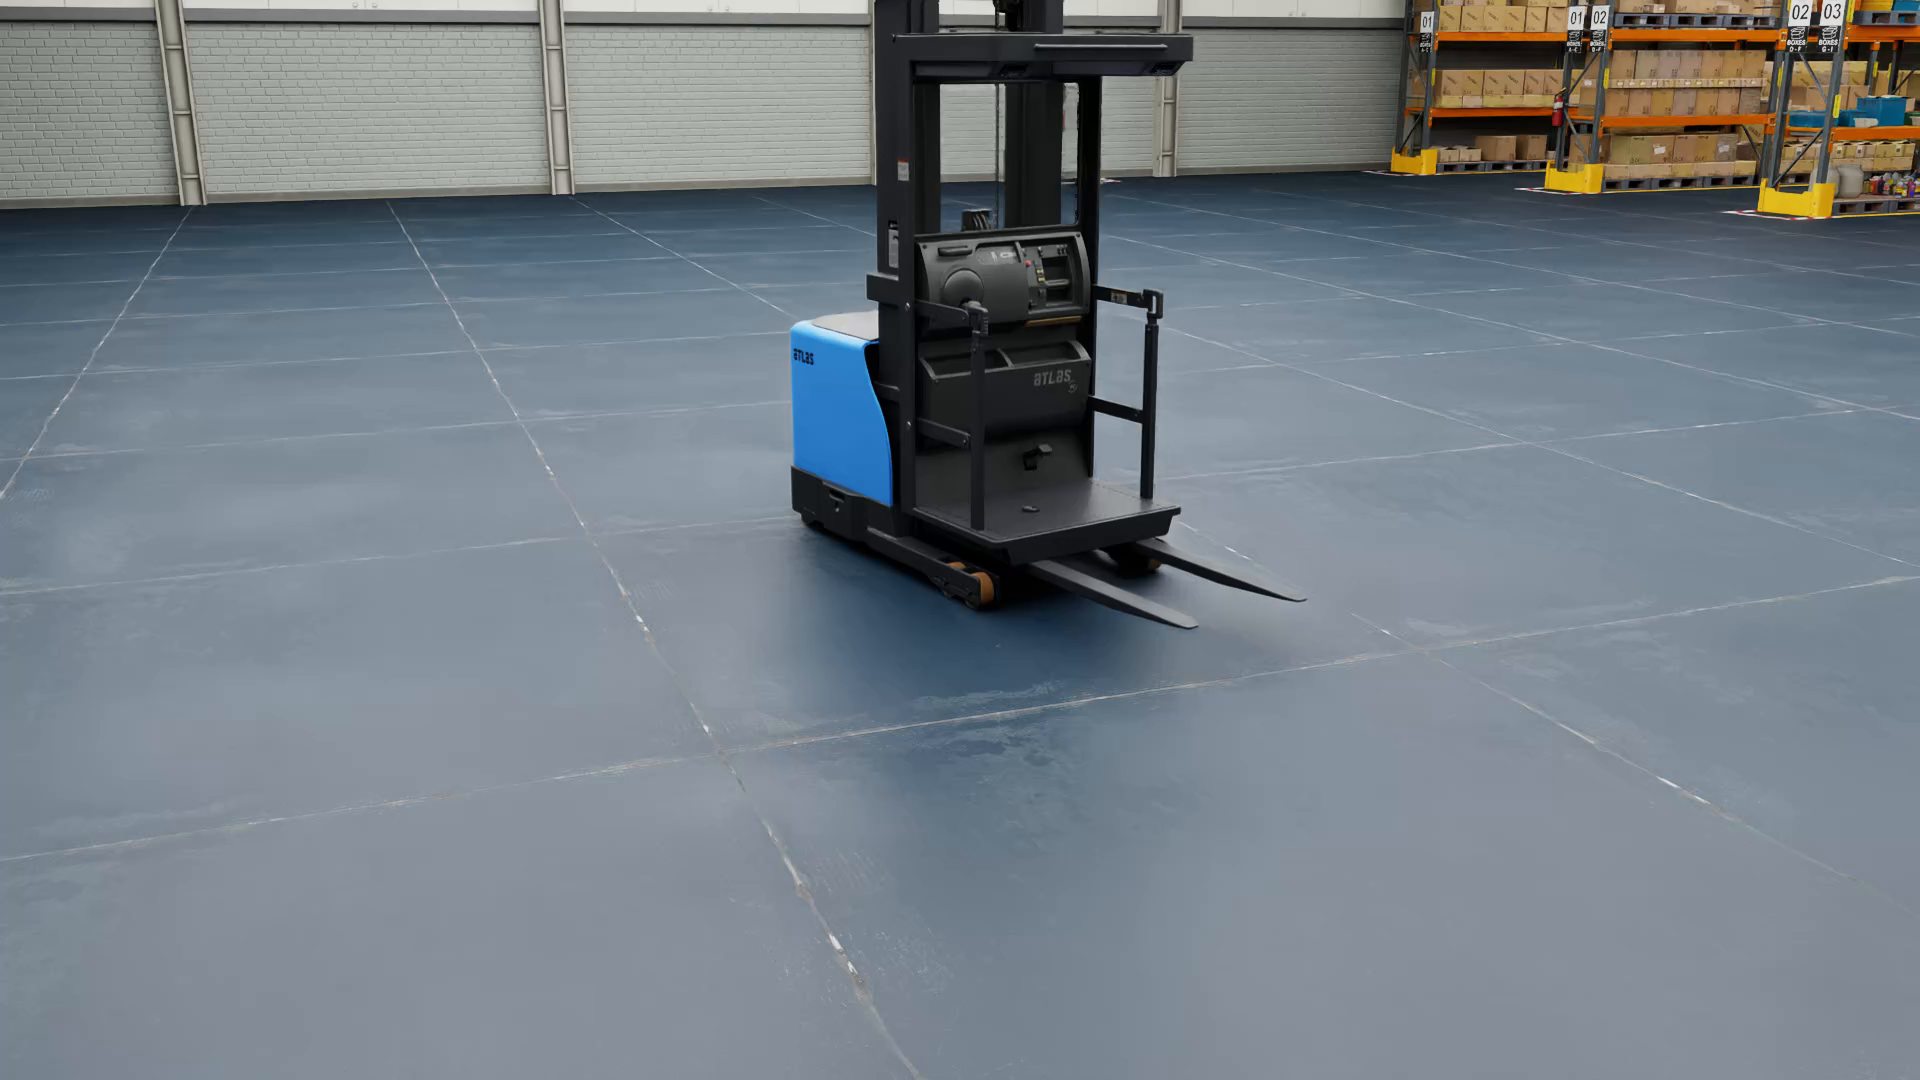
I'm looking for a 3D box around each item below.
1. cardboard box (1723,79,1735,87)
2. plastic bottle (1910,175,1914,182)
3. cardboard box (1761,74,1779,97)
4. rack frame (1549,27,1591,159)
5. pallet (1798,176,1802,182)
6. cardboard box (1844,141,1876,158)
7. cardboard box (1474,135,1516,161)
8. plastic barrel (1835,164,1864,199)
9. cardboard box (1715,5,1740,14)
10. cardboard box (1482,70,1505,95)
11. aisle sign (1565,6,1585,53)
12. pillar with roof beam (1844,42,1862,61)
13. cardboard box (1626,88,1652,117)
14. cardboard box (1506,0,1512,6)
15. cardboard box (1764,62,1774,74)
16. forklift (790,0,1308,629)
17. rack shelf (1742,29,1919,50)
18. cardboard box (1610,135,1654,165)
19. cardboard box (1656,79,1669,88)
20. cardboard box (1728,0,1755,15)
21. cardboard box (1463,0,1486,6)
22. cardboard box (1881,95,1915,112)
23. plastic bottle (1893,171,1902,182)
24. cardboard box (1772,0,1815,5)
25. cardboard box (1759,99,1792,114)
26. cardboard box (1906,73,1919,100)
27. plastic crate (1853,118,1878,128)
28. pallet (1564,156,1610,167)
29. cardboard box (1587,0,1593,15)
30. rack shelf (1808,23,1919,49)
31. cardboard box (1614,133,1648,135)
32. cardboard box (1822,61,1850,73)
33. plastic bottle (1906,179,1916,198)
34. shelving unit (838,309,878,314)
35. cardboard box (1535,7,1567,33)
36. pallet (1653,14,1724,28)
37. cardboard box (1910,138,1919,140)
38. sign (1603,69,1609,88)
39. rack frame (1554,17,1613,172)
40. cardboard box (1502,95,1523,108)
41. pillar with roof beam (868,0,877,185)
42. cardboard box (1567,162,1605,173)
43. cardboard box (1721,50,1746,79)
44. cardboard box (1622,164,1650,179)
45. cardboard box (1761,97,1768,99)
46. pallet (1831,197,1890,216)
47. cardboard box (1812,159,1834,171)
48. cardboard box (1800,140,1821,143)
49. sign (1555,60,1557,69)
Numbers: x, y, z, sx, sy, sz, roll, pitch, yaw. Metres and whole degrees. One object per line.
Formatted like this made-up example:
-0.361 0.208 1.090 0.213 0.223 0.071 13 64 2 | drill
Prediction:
14.011 -8.413 30.595 0.250 0.149 0.380 -6 17 -20 | cardboard box
15.475 -5.798 27.081 0.097 0.271 0.097 0 16 0 | plastic bottle
17.905 -10.154 37.112 0.500 0.500 0.500 -6 17 -18 | cardboard box
13.132 -9.519 35.689 0.127 3.000 1.000 -6 17 -20 | rack frame
16.723 -7.086 32.355 1.213 0.211 1.003 -6 17 -20 | pallet
17.287 -7.548 32.119 0.500 0.311 0.500 -6 17 -20 | cardboard box
11.310 -8.292 35.166 0.500 0.500 0.700 -7 18 -24 | cardboard box
13.997 -5.654 26.197 0.421 0.512 0.421 0 16 0 | plastic barrel
13.880 -9.610 30.127 0.250 0.149 0.380 -6 17 -20 | cardboard box
10.900 -9.480 34.455 0.500 0.500 0.500 -7 18 -22 | cardboard box
11.007 -9.130 29.753 0.004 0.787 0.394 -6 17 -20 | aisle sign
22.487 -12.369 34.749 0.400 9.000 9.100 -6 17 -20 | pillar with roof beam
12.102 -7.958 30.198 0.500 0.500 0.700 -6 17 -19 | cardboard box
11.152 -11.355 34.630 0.500 0.500 0.500 -6 17 -20 | cardboard box
17.885 -10.514 37.008 0.500 0.250 0.500 -6 18 -21 | cardboard box
0.339 -1.248 7.646 1.130 2.935 3.031 -11 20 -32 | forklift
16.776 -9.512 31.617 4.000 0.370 1.077 -6 17 -20 | rack shelf
12.220 -7.101 30.259 0.500 0.500 0.500 -6 17 -20 | cardboard box
12.580 -8.259 30.071 0.250 0.149 0.380 -7 18 -22 | cardboard box
14.343 -9.990 30.800 0.500 0.500 0.500 -5 17 -16 | cardboard box
10.330 -11.104 33.777 0.500 0.500 0.500 -6 18 -21 | cardboard box
18.288 -8.551 32.552 0.500 0.311 0.500 -5 17 -17 | cardboard box
15.202 -5.818 27.008 0.185 0.351 0.144 -6 18 -21 | plastic bottle
15.498 -10.196 30.862 0.500 0.500 0.500 -6 17 -19 | cardboard box
15.352 -8.205 31.481 0.500 0.250 0.500 -5 17 -17 | cardboard box
19.191 -8.962 32.869 0.500 0.500 0.700 -13 21 -38 | cardboard box
13.893 -6.388 25.496 0.250 0.136 0.298 -6 17 -20 | plastic crate
13.859 -8.260 36.351 1.213 0.211 1.003 -6 17 -20 | pallet
13.671 -11.242 35.309 0.500 0.500 0.500 -4 17 -12 | cardboard box
14.809 -7.805 25.805 4.000 0.370 1.077 -6 17 -20 | rack shelf
12.496 -7.292 30.908 0.500 0.500 0.500 -6 17 -20 | cardboard box
19.777 -10.722 37.715 0.500 0.250 0.500 -6 17 -19 | cardboard box
14.964 -5.535 26.165 0.133 0.283 0.061 -6 17 -19 | plastic bottle
-0.507 -0.741 9.260 0.252 1.050 0.215 -11 19 -32 | shelving unit
12.272 -10.852 34.692 0.500 0.500 0.500 -8 18 -25 | cardboard box
12.984 -9.398 30.111 1.213 0.211 1.003 -6 17 -20 | pallet
19.484 -8.153 33.364 0.500 0.250 0.500 -5 17 -18 | cardboard box
11.366 -8.119 29.246 0.005 0.325 0.100 -6 17 -20 | sign
11.173 -7.813 29.879 0.127 3.000 1.000 -6 17 -20 | rack frame
11.397 -9.175 34.749 0.500 0.250 0.500 -6 17 -20 | cardboard box
0.076 -9.950 26.509 0.400 9.000 9.100 -6 17 -20 | pillar with roof beam
11.568 -6.827 30.656 0.500 0.250 0.500 -6 17 -20 | cardboard box
14.025 -8.789 30.722 0.500 0.500 0.700 -6 17 -20 | cardboard box
12.219 -6.742 30.367 0.500 0.250 0.500 -6 17 -20 | cardboard box
17.774 -9.811 37.095 0.250 0.149 0.380 -6 17 -18 | cardboard box
13.757 -5.271 26.175 1.213 0.211 1.003 -6 17 -20 | pallet
16.334 -7.178 31.851 0.500 0.250 0.500 -7 18 -22 | cardboard box
16.605 -7.637 32.420 0.500 0.311 0.500 -6 18 -21 | cardboard box
12.930 -10.220 36.022 0.005 0.325 0.100 -6 17 -20 | sign
